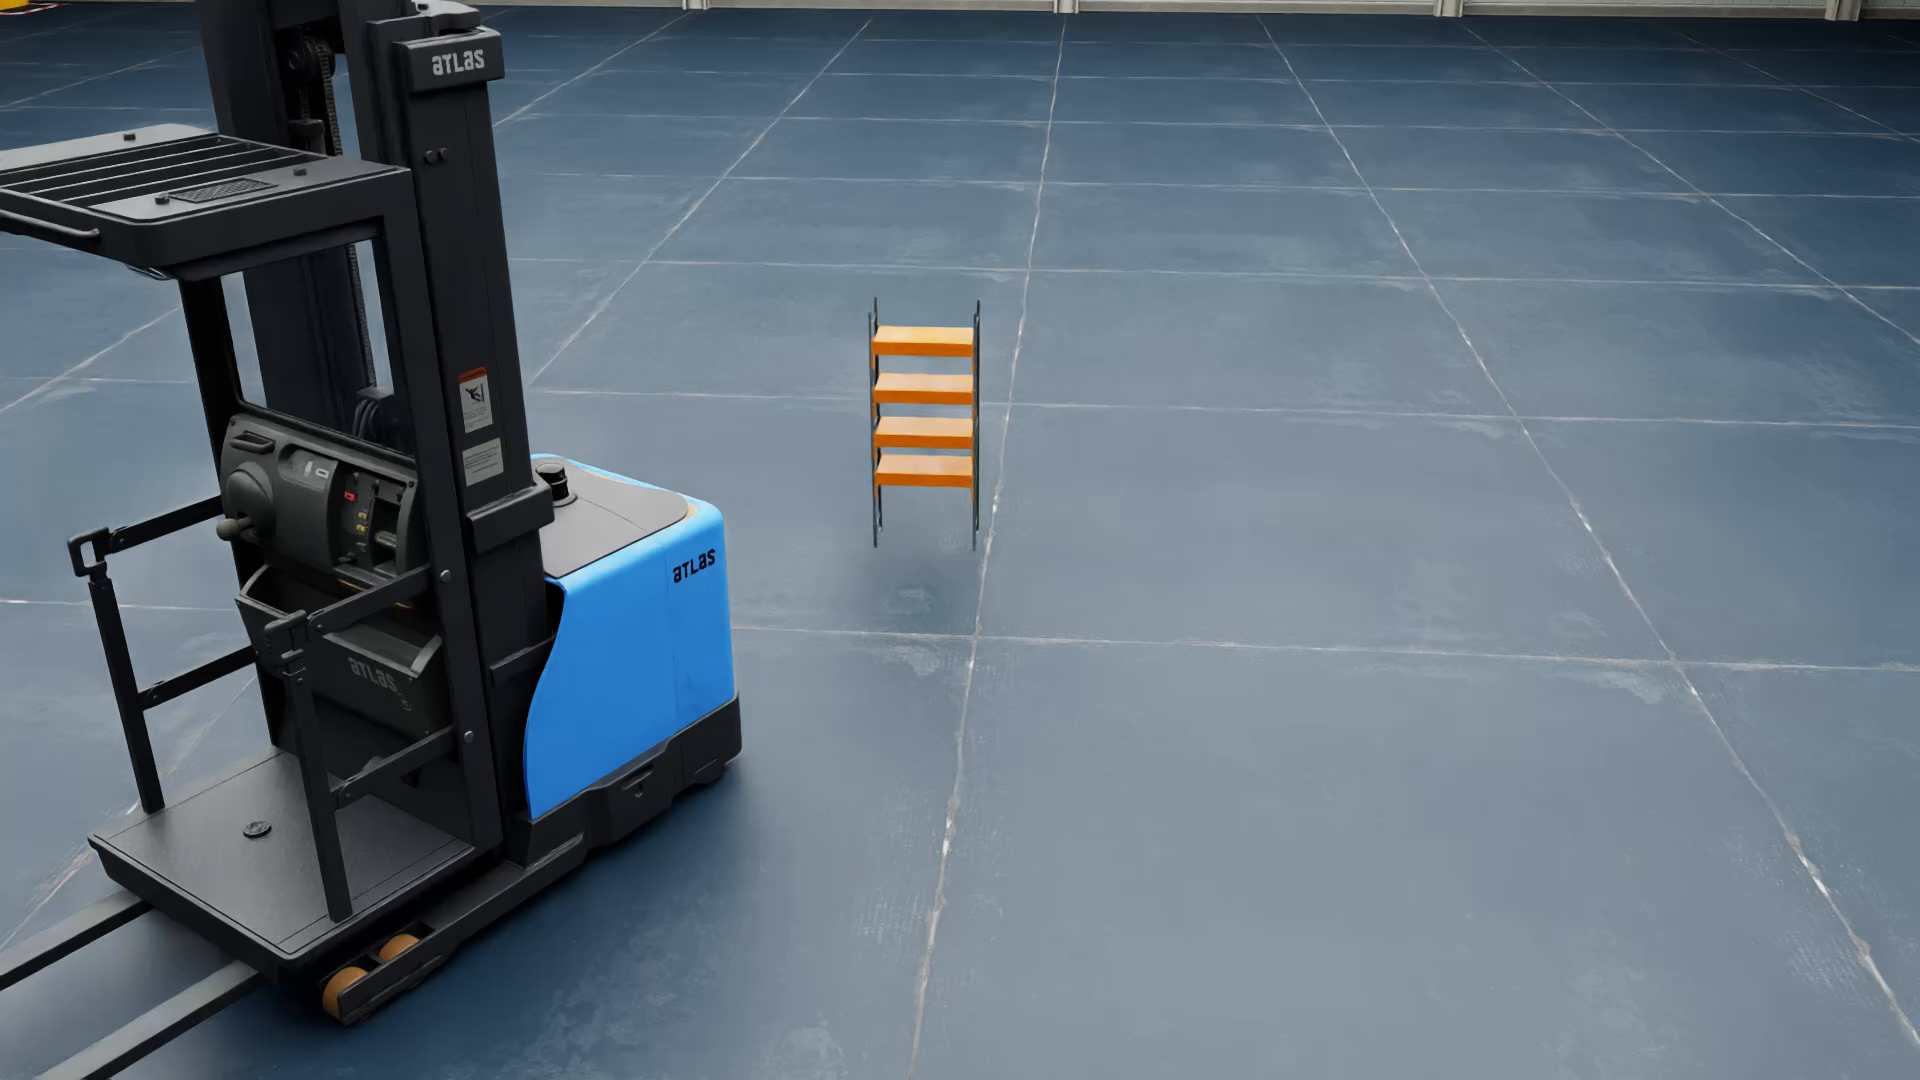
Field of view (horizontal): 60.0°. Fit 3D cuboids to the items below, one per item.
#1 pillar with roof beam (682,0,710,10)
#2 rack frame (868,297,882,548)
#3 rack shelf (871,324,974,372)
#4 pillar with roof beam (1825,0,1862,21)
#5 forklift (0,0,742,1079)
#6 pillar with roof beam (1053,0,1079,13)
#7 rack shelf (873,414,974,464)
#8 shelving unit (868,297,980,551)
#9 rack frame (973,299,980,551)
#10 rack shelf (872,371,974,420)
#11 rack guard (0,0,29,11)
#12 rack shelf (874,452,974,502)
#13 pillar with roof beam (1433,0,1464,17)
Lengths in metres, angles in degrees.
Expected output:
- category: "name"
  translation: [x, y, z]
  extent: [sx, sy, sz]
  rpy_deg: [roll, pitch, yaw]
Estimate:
- category: "pillar with roof beam"
  translation: [-4.611, -10.945, 21.270]
  extent: [0.400, 9.000, 9.100]
  rpy_deg: [2, 25, 4]
- category: "rack frame"
  translation: [-0.408, -0.558, 8.028]
  extent: [0.015, 1.200, 0.240]
  rpy_deg: [2, 25, 4]
- category: "rack shelf"
  translation: [-0.165, -0.907, 7.846]
  extent: [0.480, 0.148, 0.258]
  rpy_deg: [2, 25, 4]
- category: "pillar with roof beam"
  translation: [13.336, -10.369, 20.018]
  extent: [0.400, 9.000, 9.100]
  rpy_deg: [2, 25, 4]
- category: "forklift"
  translation: [-2.092, -0.091, 4.942]
  extent: [1.130, 2.935, 3.031]
  rpy_deg: [16, 29, 32]
- category: "pillar with roof beam"
  translation: [1.371, -10.753, 20.853]
  extent: [0.400, 9.000, 9.100]
  rpy_deg: [2, 25, 4]
- category: "rack shelf"
  translation: [-0.165, -0.489, 8.039]
  extent: [0.480, 0.148, 0.258]
  rpy_deg: [2, 25, 4]
- category: "shelving unit"
  translation: [-0.165, -0.550, 8.011]
  extent: [0.503, 1.200, 0.258]
  rpy_deg: [2, 25, 4]
- category: "rack frame"
  translation: [0.078, -0.543, 7.994]
  extent: [0.015, 1.200, 0.240]
  rpy_deg: [2, 25, 4]
- category: "rack shelf"
  translation: [-0.165, -0.692, 7.945]
  extent: [0.480, 0.148, 0.258]
  rpy_deg: [2, 25, 4]
- category: "rack guard"
  translation: [-15.597, -8.863, 26.914]
  extent: [0.348, 0.500, 1.175]
  rpy_deg: [2, 25, 4]
- category: "rack shelf"
  translation: [-0.165, -0.309, 8.122]
  extent: [0.480, 0.148, 0.258]
  rpy_deg: [2, 25, 4]
- category: "pillar with roof beam"
  translation: [7.353, -10.561, 20.436]
  extent: [0.400, 9.000, 9.100]
  rpy_deg: [2, 25, 4]
